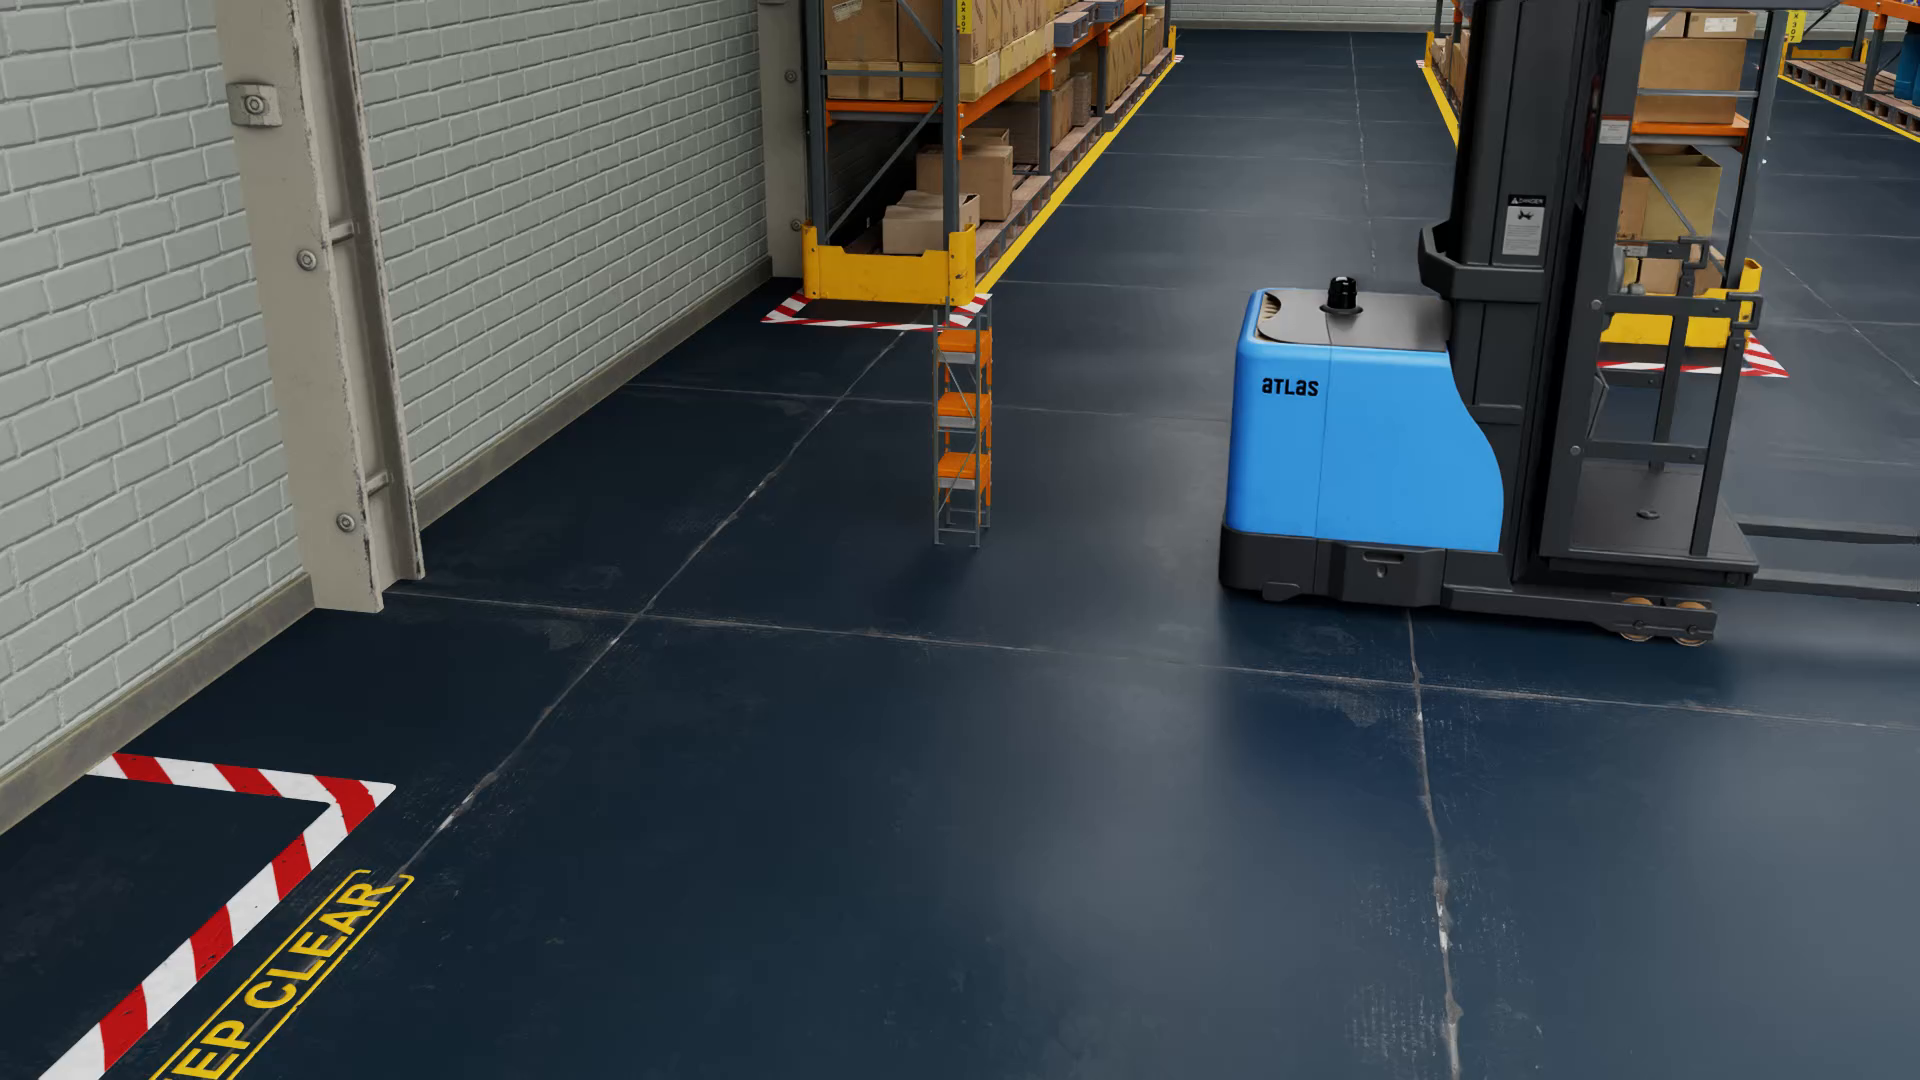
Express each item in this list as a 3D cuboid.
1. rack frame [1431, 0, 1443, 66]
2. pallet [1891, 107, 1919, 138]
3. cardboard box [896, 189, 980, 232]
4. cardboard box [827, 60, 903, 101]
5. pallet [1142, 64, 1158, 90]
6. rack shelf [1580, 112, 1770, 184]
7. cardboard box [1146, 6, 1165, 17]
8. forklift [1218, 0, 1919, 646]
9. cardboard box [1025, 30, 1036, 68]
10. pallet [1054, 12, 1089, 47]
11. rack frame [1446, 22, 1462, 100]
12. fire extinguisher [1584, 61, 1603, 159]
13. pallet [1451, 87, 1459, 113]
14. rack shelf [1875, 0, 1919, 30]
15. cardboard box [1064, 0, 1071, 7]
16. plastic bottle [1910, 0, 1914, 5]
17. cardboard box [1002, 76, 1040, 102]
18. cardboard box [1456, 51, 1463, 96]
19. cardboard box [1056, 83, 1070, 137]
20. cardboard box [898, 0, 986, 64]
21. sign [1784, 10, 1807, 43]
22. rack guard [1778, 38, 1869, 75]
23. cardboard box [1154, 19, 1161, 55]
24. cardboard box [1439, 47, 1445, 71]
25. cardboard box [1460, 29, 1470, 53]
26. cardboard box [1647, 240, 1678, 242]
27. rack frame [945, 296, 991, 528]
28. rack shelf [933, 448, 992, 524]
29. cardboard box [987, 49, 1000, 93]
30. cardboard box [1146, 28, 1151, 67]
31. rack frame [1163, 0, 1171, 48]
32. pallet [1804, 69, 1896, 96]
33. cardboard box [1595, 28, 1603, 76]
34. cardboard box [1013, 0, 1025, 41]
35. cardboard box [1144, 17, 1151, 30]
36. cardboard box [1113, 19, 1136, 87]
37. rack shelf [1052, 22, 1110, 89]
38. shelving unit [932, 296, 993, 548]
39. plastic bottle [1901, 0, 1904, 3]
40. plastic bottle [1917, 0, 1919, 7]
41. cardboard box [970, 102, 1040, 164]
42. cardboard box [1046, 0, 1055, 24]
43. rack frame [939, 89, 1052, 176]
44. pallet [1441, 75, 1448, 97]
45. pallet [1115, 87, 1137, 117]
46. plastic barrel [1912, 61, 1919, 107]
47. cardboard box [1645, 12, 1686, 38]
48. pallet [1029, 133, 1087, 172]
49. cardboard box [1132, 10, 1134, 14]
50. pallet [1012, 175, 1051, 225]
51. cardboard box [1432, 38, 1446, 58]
[{"bbox_3d":[7.608,-8.532,24.523,1.000,3.000,0.127,4,22,11],"label":"rack frame"},{"bbox_3d":[11.196,-4.670,18.667,1.003,0.211,1.213,4,22,11],"label":"pallet"},{"bbox_3d":[-0.161,-2.468,12.477,0.500,0.311,0.500,6,23,15],"label":"cardboard box"},{"bbox_3d":[-0.601,-3.182,11.414,0.500,0.250,0.500,5,22,12],"label":"cardboard box"},{"bbox_3d":[2.174,-6.424,23.022,1.003,0.211,1.213,4,22,11],"label":"pallet"},{"bbox_3d":[4.752,-3.078,11.945,1.077,0.370,4.000,4,22,11],"label":"rack shelf"},{"bbox_3d":[2.865,-7.920,24.919,0.380,0.149,0.250,4,22,10],"label":"cardboard box"},{"bbox_3d":[2.625,-1.172,6.340,3.031,2.935,1.130,5,22,12],"label":"forklift"},{"bbox_3d":[0.312,-3.896,13.187,0.500,0.250,0.500,4,22,11],"label":"cardboard box"},{"bbox_3d":[0.608,-4.699,15.263,1.003,0.211,1.213,4,22,11],"label":"pallet"},{"bbox_3d":[6.792,-7.069,20.891,1.000,3.000,0.127,4,22,11],"label":"rack frame"},{"bbox_3d":[3.865,-2.637,9.989,0.296,0.674,0.183,4,22,11],"label":"fire extinguisher"},{"bbox_3d":[6.663,-5.475,20.666,1.003,0.211,1.213,4,22,11],"label":"pallet"},{"bbox_3d":[11.232,-5.625,18.268,1.077,0.370,4.000,4,22,11],"label":"rack shelf"},{"bbox_3d":[0.672,-5.401,16.025,0.700,0.500,0.500,8,23,18],"label":"cardboard box"},{"bbox_3d":[11.048,-6.316,19.193,0.097,0.271,0.097,0,22,0],"label":"plastic bottle"},{"bbox_3d":[0.530,-4.344,15.877,0.500,0.250,0.500,4,22,10],"label":"cardboard box"},{"bbox_3d":[6.248,-5.577,19.944,0.500,0.500,0.500,5,22,12],"label":"cardboard box"},{"bbox_3d":[0.737,-4.396,17.012,0.700,0.500,0.500,4,22,11],"label":"cardboard box"},{"bbox_3d":[-0.115,-3.496,11.189,0.500,0.500,0.500,4,22,11],"label":"cardboard box"},{"bbox_3d":[4.886,-3.074,9.707,0.100,0.325,0.005,4,22,11],"label":"sign"},{"bbox_3d":[12.449,-7.003,24.074,1.175,0.500,0.348,4,22,11],"label":"rack guard"},{"bbox_3d":[2.611,-7.497,24.737,0.700,0.500,0.500,4,22,11],"label":"cardboard box"},{"bbox_3d":[6.784,-6.530,22.563,0.500,0.311,0.500,4,22,11],"label":"cardboard box"},{"bbox_3d":[6.251,-5.938,19.834,0.500,0.250,0.500,5,22,11],"label":"cardboard box"},{"bbox_3d":[4.769,-1.962,11.329,0.500,0.250,0.500,4,22,11],"label":"cardboard box"},{"bbox_3d":[0.036,-0.551,7.317,0.200,1.050,0.008,4,22,11],"label":"rack frame"},{"bbox_3d":[0.011,-0.239,7.314,0.215,0.259,0.240,4,22,11],"label":"rack shelf"},{"bbox_3d":[-0.004,-3.342,11.810,0.500,0.250,0.500,4,22,9],"label":"cardboard box"},{"bbox_3d":[2.301,-6.930,23.329,0.700,0.500,0.500,4,22,10],"label":"cardboard box"},{"bbox_3d":[2.758,-8.908,25.458,1.000,3.000,0.127,4,22,11],"label":"rack frame"},{"bbox_3d":[11.999,-6.116,22.257,1.003,0.211,1.213,4,22,11],"label":"pallet"},{"bbox_3d":[4.554,-3.089,10.875,0.700,0.500,0.500,5,22,12],"label":"cardboard box"},{"bbox_3d":[0.201,-4.054,12.575,0.500,0.500,0.500,5,23,13],"label":"cardboard box"},{"bbox_3d":[2.443,-7.159,23.029,0.380,0.149,0.250,5,23,13],"label":"cardboard box"},{"bbox_3d":[1.758,-6.070,20.726,0.750,0.750,0.750,5,23,13],"label":"cardboard box"},{"bbox_3d":[0.718,-4.917,16.511,1.077,0.370,4.000,4,22,11],"label":"rack shelf"},{"bbox_3d":[0.011,-0.507,7.206,0.215,1.050,0.252,4,22,11],"label":"shelving unit"},{"bbox_3d":[11.115,-6.404,19.506,0.097,0.201,0.097,0,22,0],"label":"plastic bottle"},{"bbox_3d":[10.967,-6.210,18.913,0.061,0.283,0.133,4,22,11],"label":"plastic bottle"},{"bbox_3d":[0.444,-3.835,15.617,0.700,0.500,0.500,5,23,13],"label":"cardboard box"},{"bbox_3d":[0.516,-4.611,13.957,0.500,0.500,0.500,4,22,11],"label":"cardboard box"},{"bbox_3d":[0.310,-4.520,14.561,1.000,3.000,0.127,4,22,11],"label":"rack frame"},{"bbox_3d":[6.933,-6.027,22.035,1.003,0.211,1.213,4,22,11],"label":"pallet"},{"bbox_3d":[1.612,-5.416,20.520,1.003,0.211,1.213,4,22,11],"label":"pallet"},{"bbox_3d":[11.368,-5.455,19.130,0.600,0.901,0.708,4,22,11],"label":"plastic barrel"},{"bbox_3d":[4.235,-3.182,10.237,0.380,0.149,0.250,4,22,10],"label":"cardboard box"},{"bbox_3d":[0.714,-3.959,16.900,1.003,0.211,1.213,4,22,11],"label":"pallet"},{"bbox_3d":[2.338,-7.672,24.303,0.380,0.149,0.250,5,22,12],"label":"cardboard box"},{"bbox_3d":[0.207,-2.978,14.465,1.003,0.211,1.213,4,22,11],"label":"pallet"},{"bbox_3d":[7.118,-7.101,24.061,0.500,0.250,0.500,4,22,11],"label":"cardboard box"}]
